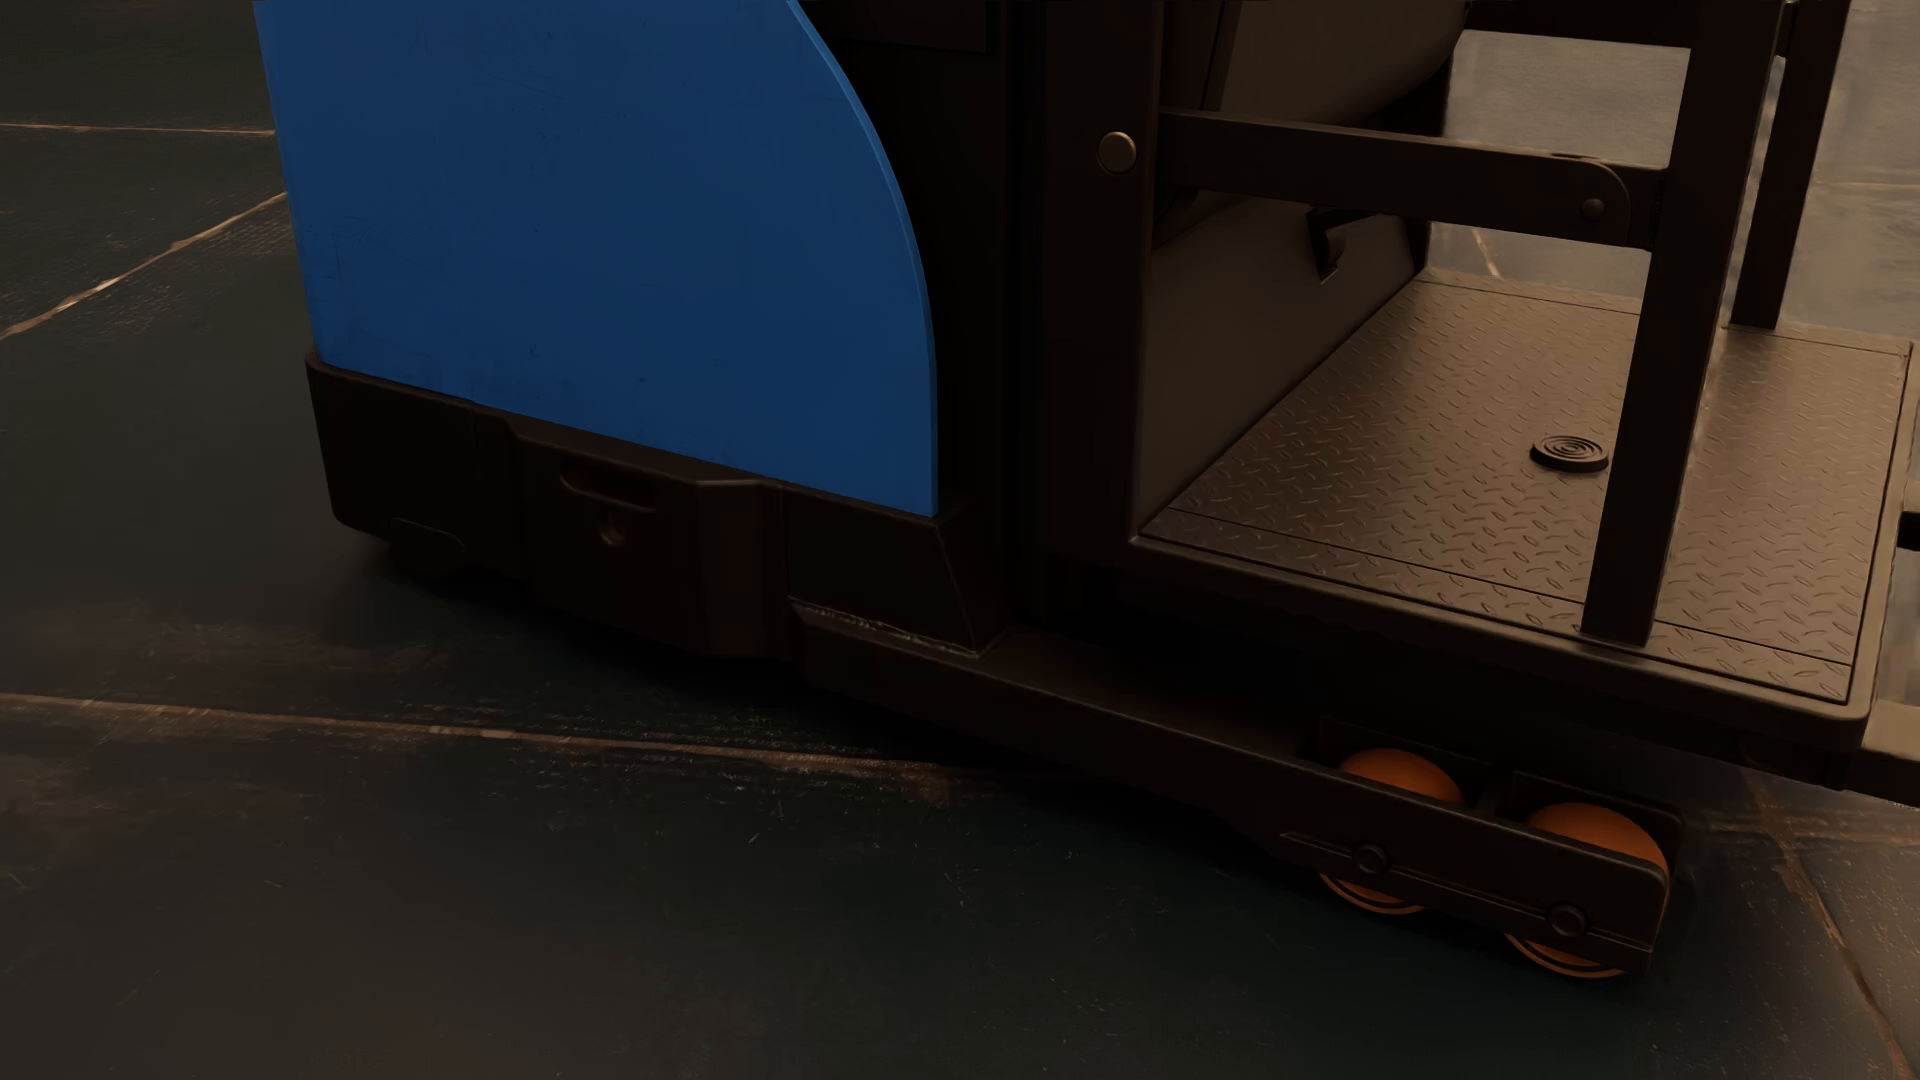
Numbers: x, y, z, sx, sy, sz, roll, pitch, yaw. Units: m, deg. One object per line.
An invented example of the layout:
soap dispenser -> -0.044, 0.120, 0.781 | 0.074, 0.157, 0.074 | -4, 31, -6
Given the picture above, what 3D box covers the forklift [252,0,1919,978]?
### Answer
forklift -> 0.616, -1.154, 1.529 | 3.031, 2.935, 1.130 | 14, 30, 26
